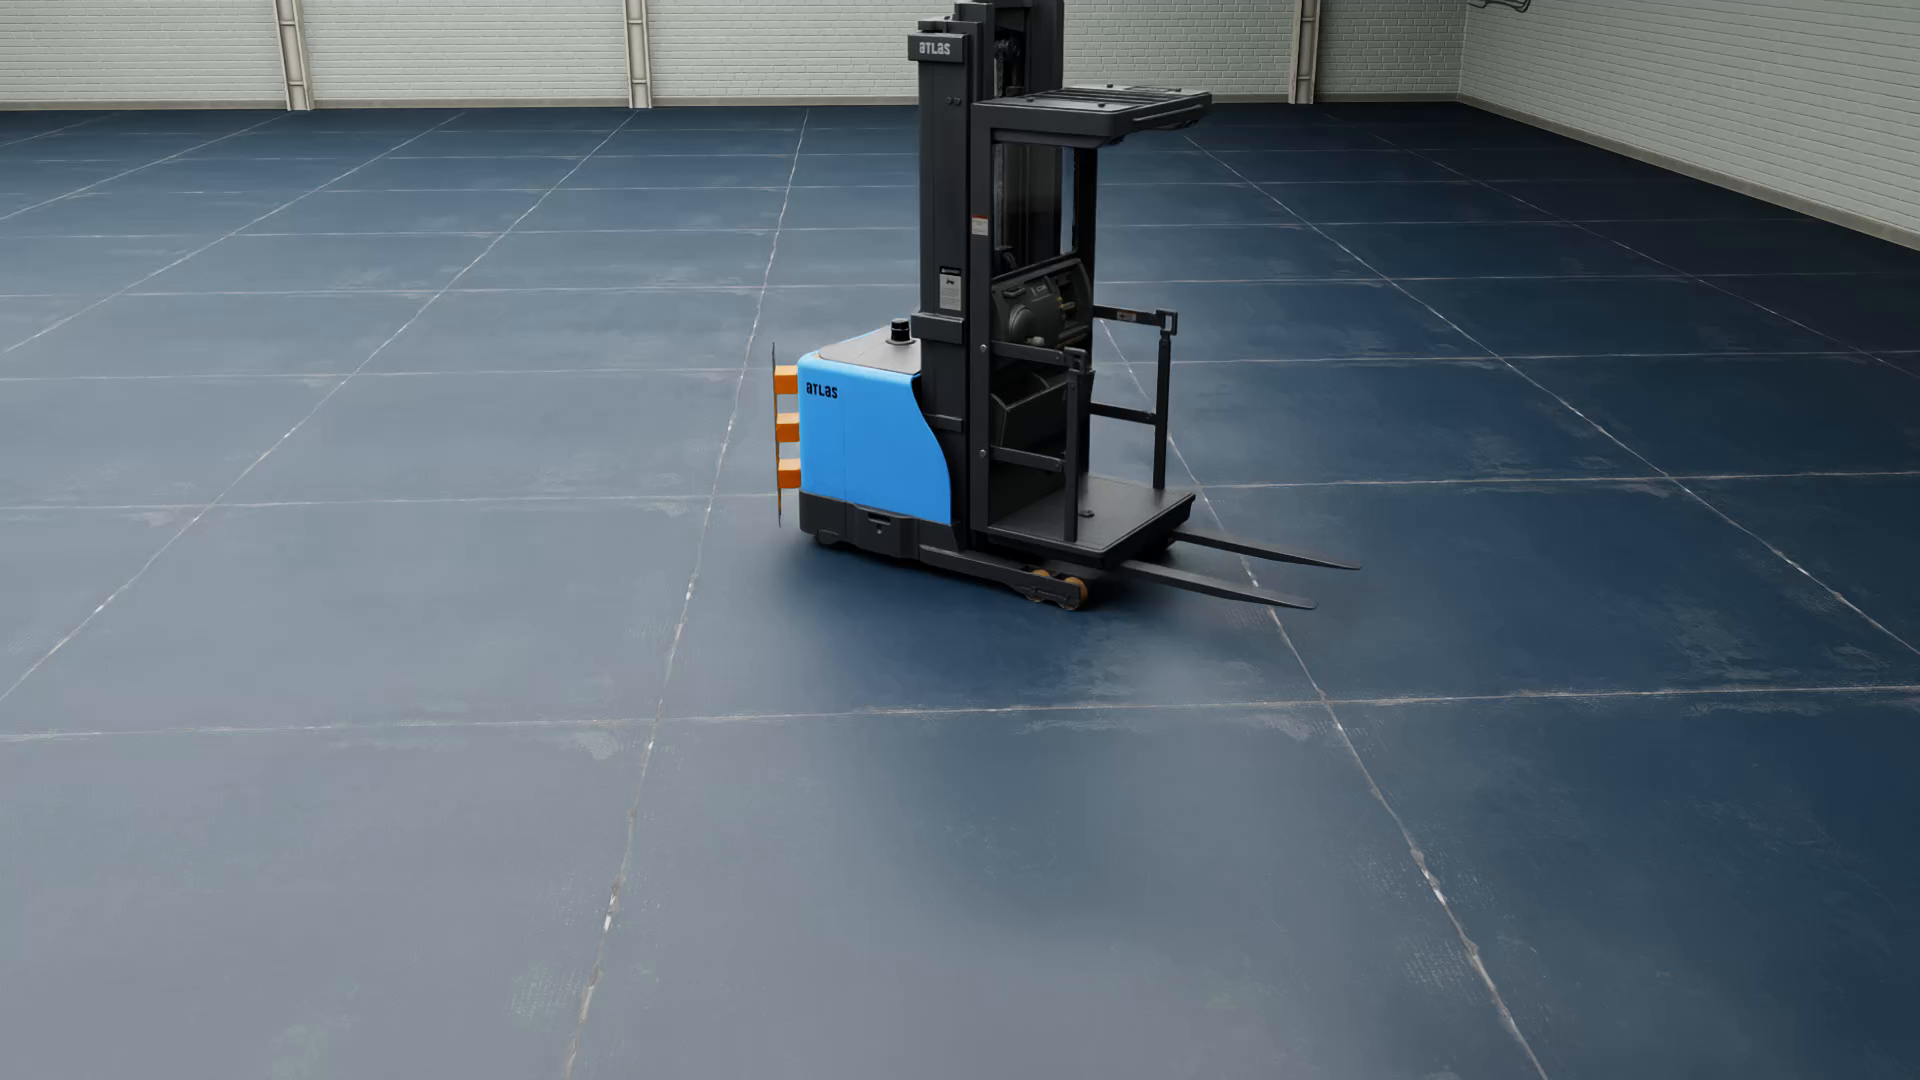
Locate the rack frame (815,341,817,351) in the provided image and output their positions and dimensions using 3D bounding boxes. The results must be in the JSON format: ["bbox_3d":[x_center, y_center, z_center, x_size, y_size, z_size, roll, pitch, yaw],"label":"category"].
[{"bbox_3d":[-0.812,-0.608,9.580,0.008,1.050,0.200,-2,21,-4],"label":"rack frame"}]

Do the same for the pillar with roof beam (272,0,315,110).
[{"bbox_3d":[-11.470,-10.338,23.965,0.400,9.000,9.100,-1,21,-3],"label":"pillar with roof beam"}]

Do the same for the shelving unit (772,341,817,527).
[{"bbox_3d":[-0.934,-0.605,9.571,0.252,1.050,0.215,-2,21,-4],"label":"shelving unit"}]

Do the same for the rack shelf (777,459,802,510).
[{"bbox_3d":[-0.934,-0.335,9.674,0.240,0.259,0.215,-2,21,-4],"label":"rack shelf"}]

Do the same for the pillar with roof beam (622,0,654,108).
[{"bbox_3d":[-5.480,-10.460,24.285,0.400,9.000,9.100,-1,21,-3],"label":"pillar with roof beam"}]

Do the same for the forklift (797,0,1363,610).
[{"bbox_3d":[0.607,-1.225,8.555,3.031,2.935,1.130,13,24,31],"label":"forklift"}]

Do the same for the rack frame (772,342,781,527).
[{"bbox_3d":[-1.056,-0.601,9.562,0.008,1.050,0.200,-2,21,-4],"label":"rack frame"}]

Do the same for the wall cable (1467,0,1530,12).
[{"bbox_3d":[9.271,-10.372,28.417,0.112,2.526,3.097,-1,21,-3],"label":"wall cable"}]

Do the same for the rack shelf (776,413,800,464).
[{"bbox_3d":[-0.934,-0.595,9.575,0.240,0.259,0.215,-2,21,-4],"label":"rack shelf"}]

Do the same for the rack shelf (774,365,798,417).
[{"bbox_3d":[-0.934,-0.860,9.474,0.240,0.259,0.215,-2,21,-4],"label":"rack shelf"}]

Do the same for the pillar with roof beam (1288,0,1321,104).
[{"bbox_3d":[6.501,-10.704,24.925,0.400,9.000,9.100,-1,21,-3],"label":"pillar with roof beam"}]
